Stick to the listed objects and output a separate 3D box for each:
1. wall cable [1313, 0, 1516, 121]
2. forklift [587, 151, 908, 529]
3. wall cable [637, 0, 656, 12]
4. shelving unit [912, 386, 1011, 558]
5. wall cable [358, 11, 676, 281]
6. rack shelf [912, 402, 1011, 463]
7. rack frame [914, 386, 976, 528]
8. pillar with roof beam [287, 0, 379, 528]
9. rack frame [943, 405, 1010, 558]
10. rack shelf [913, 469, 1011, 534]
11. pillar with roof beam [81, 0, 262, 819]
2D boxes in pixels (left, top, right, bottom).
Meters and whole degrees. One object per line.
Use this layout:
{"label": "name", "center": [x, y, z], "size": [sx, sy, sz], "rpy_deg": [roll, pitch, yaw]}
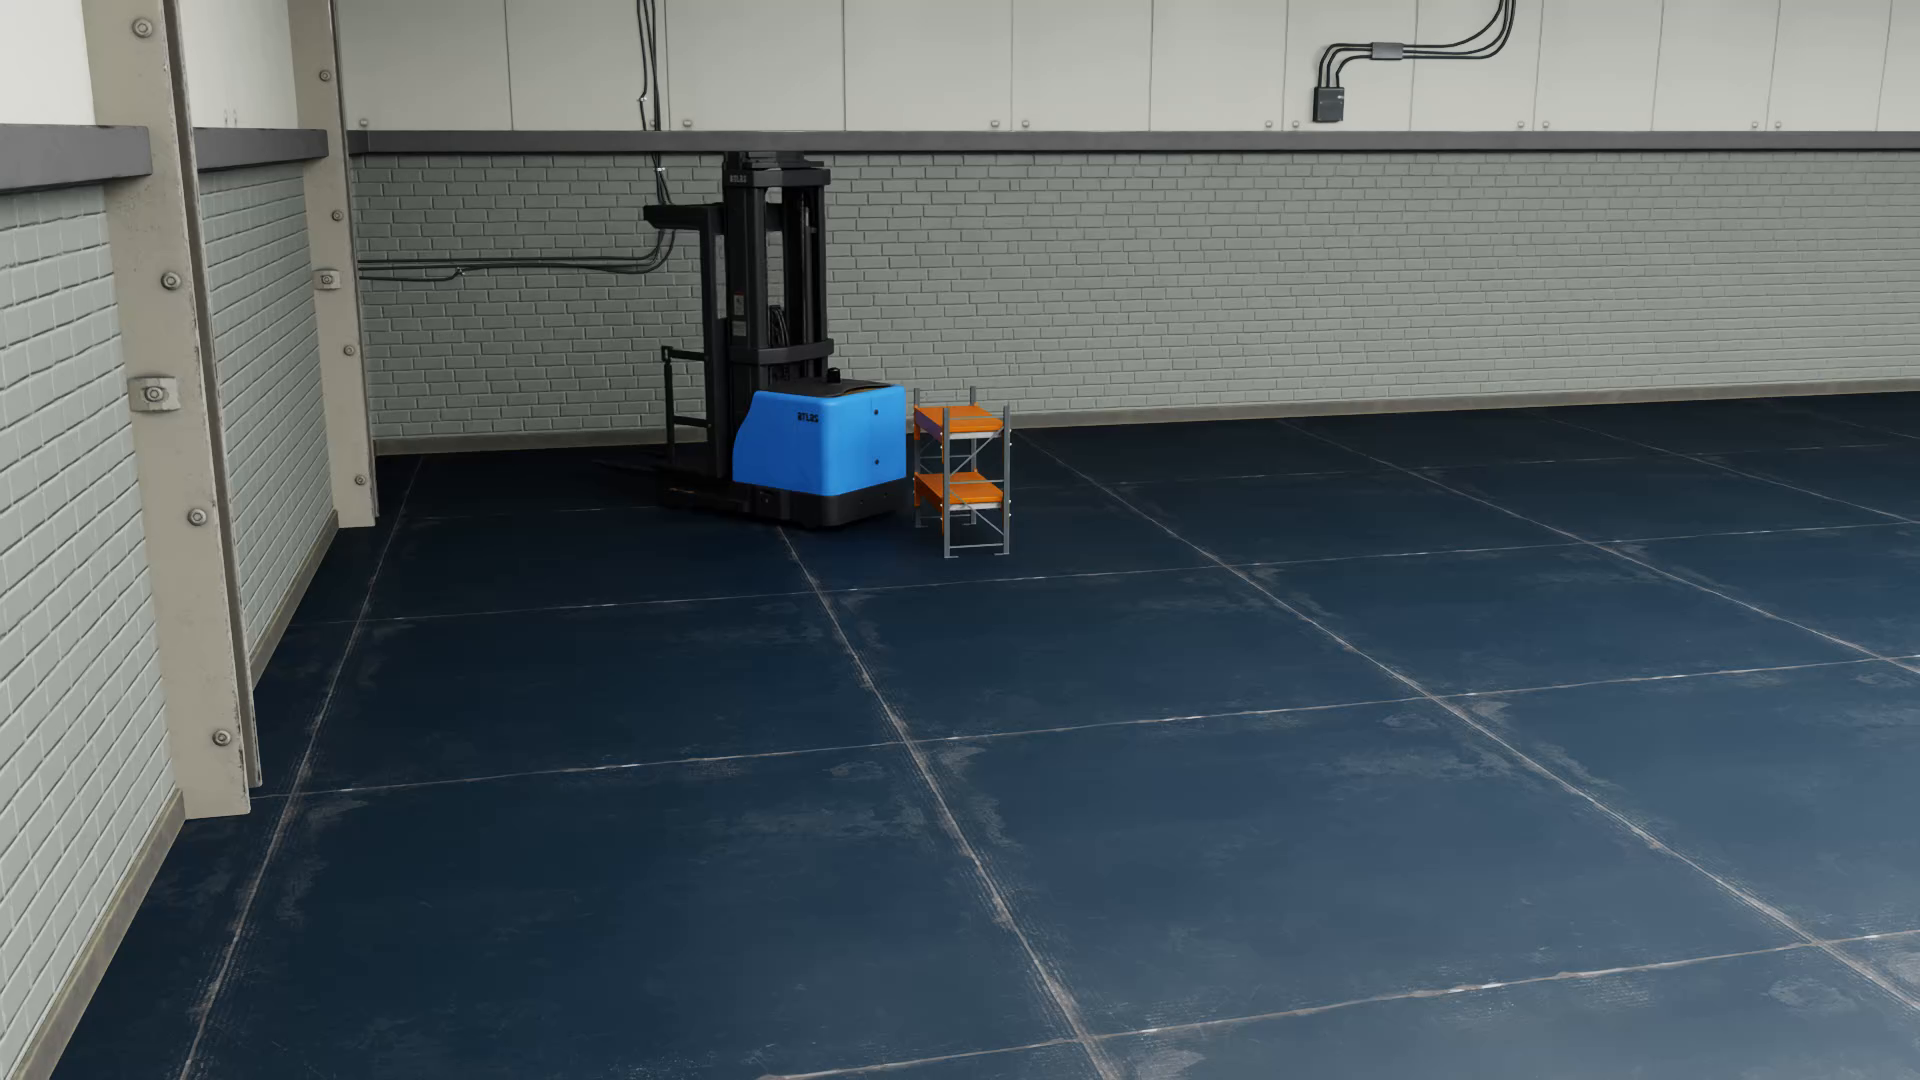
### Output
{"label": "wall cable", "center": [4.915, -7.452, 17.304], "size": [2.305, 6.003, 0.169], "rpy_deg": [-3, 14, -13]}
{"label": "forklift", "center": [-1.919, -1.765, 13.975], "size": [3.031, 2.935, 1.130], "rpy_deg": [10, 17, 35]}
{"label": "wall cable", "center": [-1.687, -6.370, 15.943], "size": [3.097, 2.526, 0.112], "rpy_deg": [-3, 14, -13]}
{"label": "shelving unit", "center": [0.002, -0.545, 12.787], "size": [0.538, 1.125, 1.048], "rpy_deg": [-3, 14, -13]}
{"label": "wall cable", "center": [-4.316, -3.766, 15.925], "size": [3.097, 2.526, 0.112], "rpy_deg": [-3, 14, -13]}
{"label": "rack shelf", "center": [0.002, -0.829, 12.718], "size": [0.538, 0.278, 1.000], "rpy_deg": [-3, 14, -13]}
{"label": "rack frame", "center": [-0.118, -0.662, 13.267], "size": [0.500, 1.125, 0.032], "rpy_deg": [-3, 14, -13]}
{"label": "pillar with roof beam", "center": [-0.725, -4.761, 13.455], "size": [9.100, 9.000, 0.400], "rpy_deg": [-3, 14, -13]}
{"label": "rack frame", "center": [0.121, -0.428, 12.307], "size": [0.500, 1.125, 0.032], "rpy_deg": [-3, 14, -13]}
{"label": "rack shelf", "center": [0.002, -0.307, 12.845], "size": [0.538, 0.278, 1.000], "rpy_deg": [-3, 14, -13]}
{"label": "pillar with roof beam", "center": [0.684, -3.377, 7.789], "size": [9.100, 9.000, 0.400], "rpy_deg": [-3, 14, -13]}
